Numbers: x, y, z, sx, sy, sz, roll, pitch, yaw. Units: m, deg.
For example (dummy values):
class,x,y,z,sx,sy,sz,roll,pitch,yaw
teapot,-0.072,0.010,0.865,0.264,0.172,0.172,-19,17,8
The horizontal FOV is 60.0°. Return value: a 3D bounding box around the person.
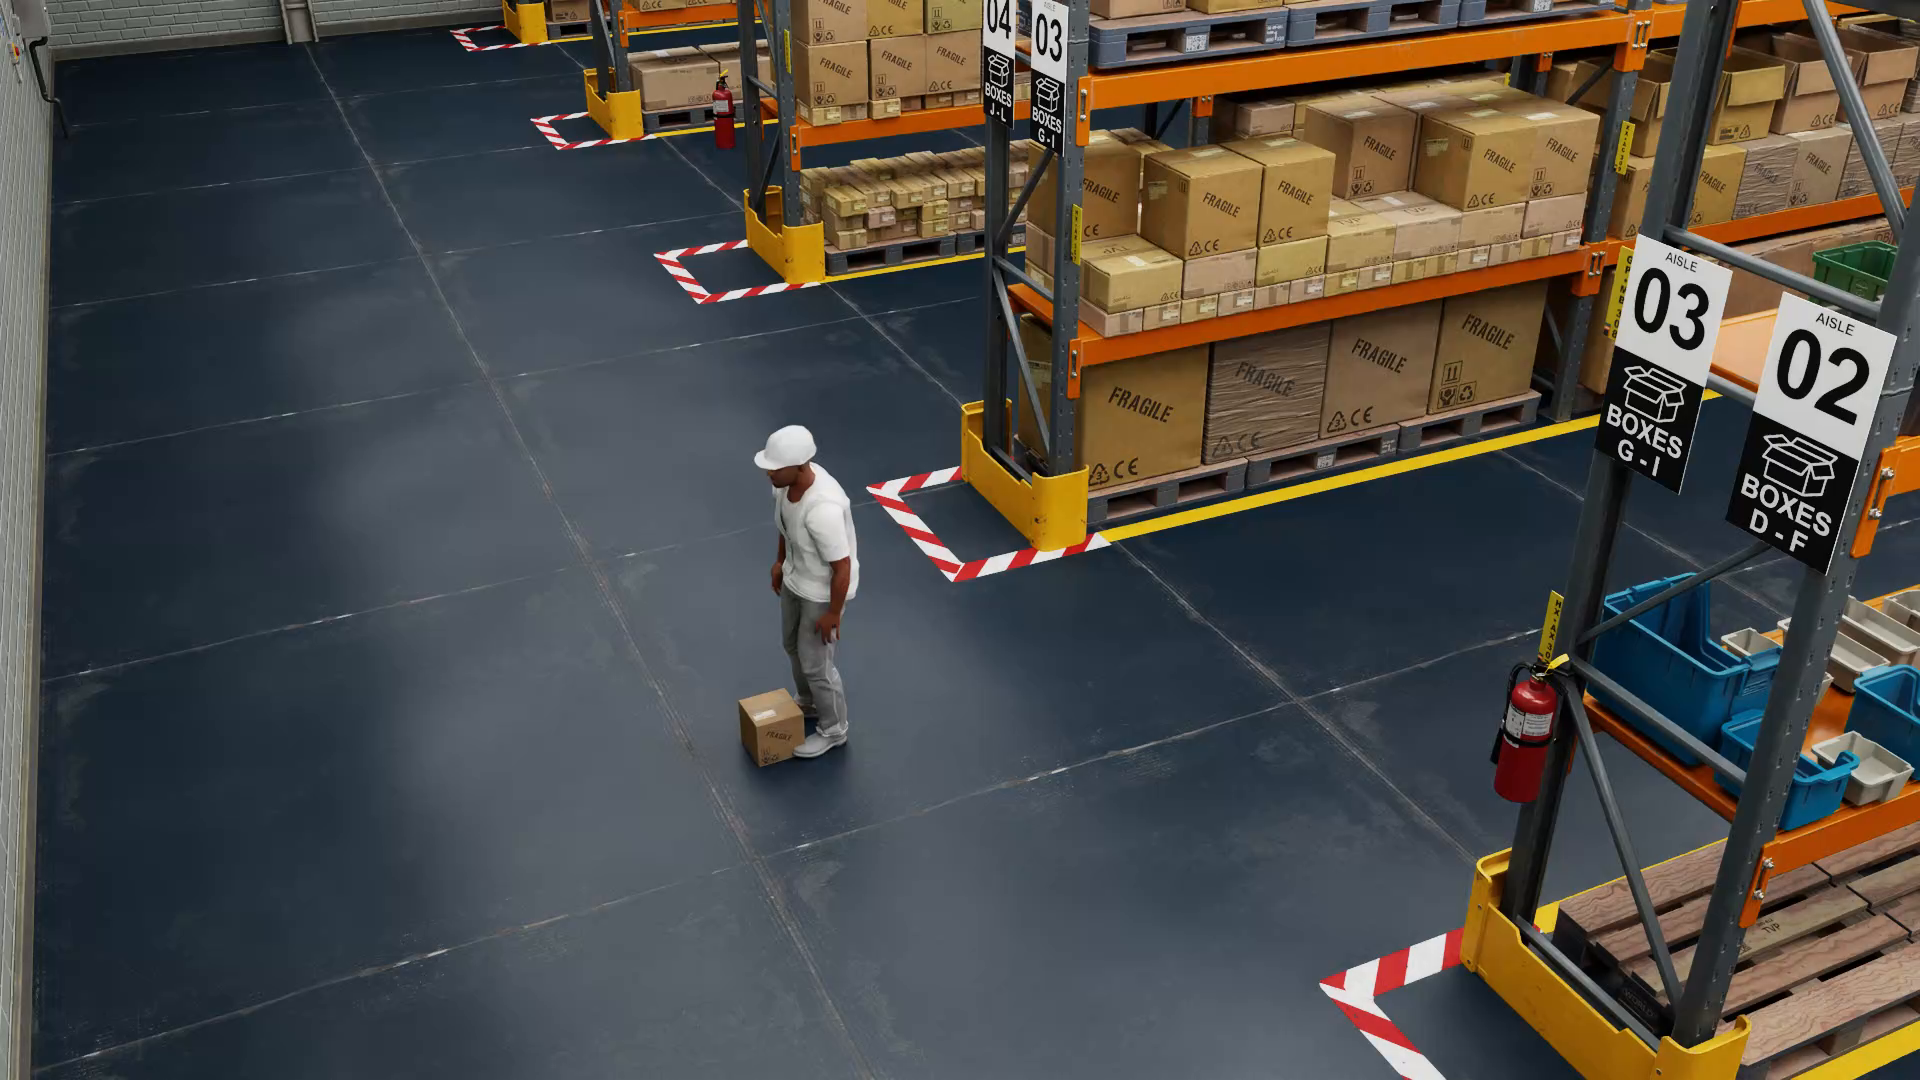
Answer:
class,x,y,z,sx,sy,sz,roll,pitch,yaw
person,-0.736,0.230,8.025,0.461,1.759,0.634,-15,33,-25
